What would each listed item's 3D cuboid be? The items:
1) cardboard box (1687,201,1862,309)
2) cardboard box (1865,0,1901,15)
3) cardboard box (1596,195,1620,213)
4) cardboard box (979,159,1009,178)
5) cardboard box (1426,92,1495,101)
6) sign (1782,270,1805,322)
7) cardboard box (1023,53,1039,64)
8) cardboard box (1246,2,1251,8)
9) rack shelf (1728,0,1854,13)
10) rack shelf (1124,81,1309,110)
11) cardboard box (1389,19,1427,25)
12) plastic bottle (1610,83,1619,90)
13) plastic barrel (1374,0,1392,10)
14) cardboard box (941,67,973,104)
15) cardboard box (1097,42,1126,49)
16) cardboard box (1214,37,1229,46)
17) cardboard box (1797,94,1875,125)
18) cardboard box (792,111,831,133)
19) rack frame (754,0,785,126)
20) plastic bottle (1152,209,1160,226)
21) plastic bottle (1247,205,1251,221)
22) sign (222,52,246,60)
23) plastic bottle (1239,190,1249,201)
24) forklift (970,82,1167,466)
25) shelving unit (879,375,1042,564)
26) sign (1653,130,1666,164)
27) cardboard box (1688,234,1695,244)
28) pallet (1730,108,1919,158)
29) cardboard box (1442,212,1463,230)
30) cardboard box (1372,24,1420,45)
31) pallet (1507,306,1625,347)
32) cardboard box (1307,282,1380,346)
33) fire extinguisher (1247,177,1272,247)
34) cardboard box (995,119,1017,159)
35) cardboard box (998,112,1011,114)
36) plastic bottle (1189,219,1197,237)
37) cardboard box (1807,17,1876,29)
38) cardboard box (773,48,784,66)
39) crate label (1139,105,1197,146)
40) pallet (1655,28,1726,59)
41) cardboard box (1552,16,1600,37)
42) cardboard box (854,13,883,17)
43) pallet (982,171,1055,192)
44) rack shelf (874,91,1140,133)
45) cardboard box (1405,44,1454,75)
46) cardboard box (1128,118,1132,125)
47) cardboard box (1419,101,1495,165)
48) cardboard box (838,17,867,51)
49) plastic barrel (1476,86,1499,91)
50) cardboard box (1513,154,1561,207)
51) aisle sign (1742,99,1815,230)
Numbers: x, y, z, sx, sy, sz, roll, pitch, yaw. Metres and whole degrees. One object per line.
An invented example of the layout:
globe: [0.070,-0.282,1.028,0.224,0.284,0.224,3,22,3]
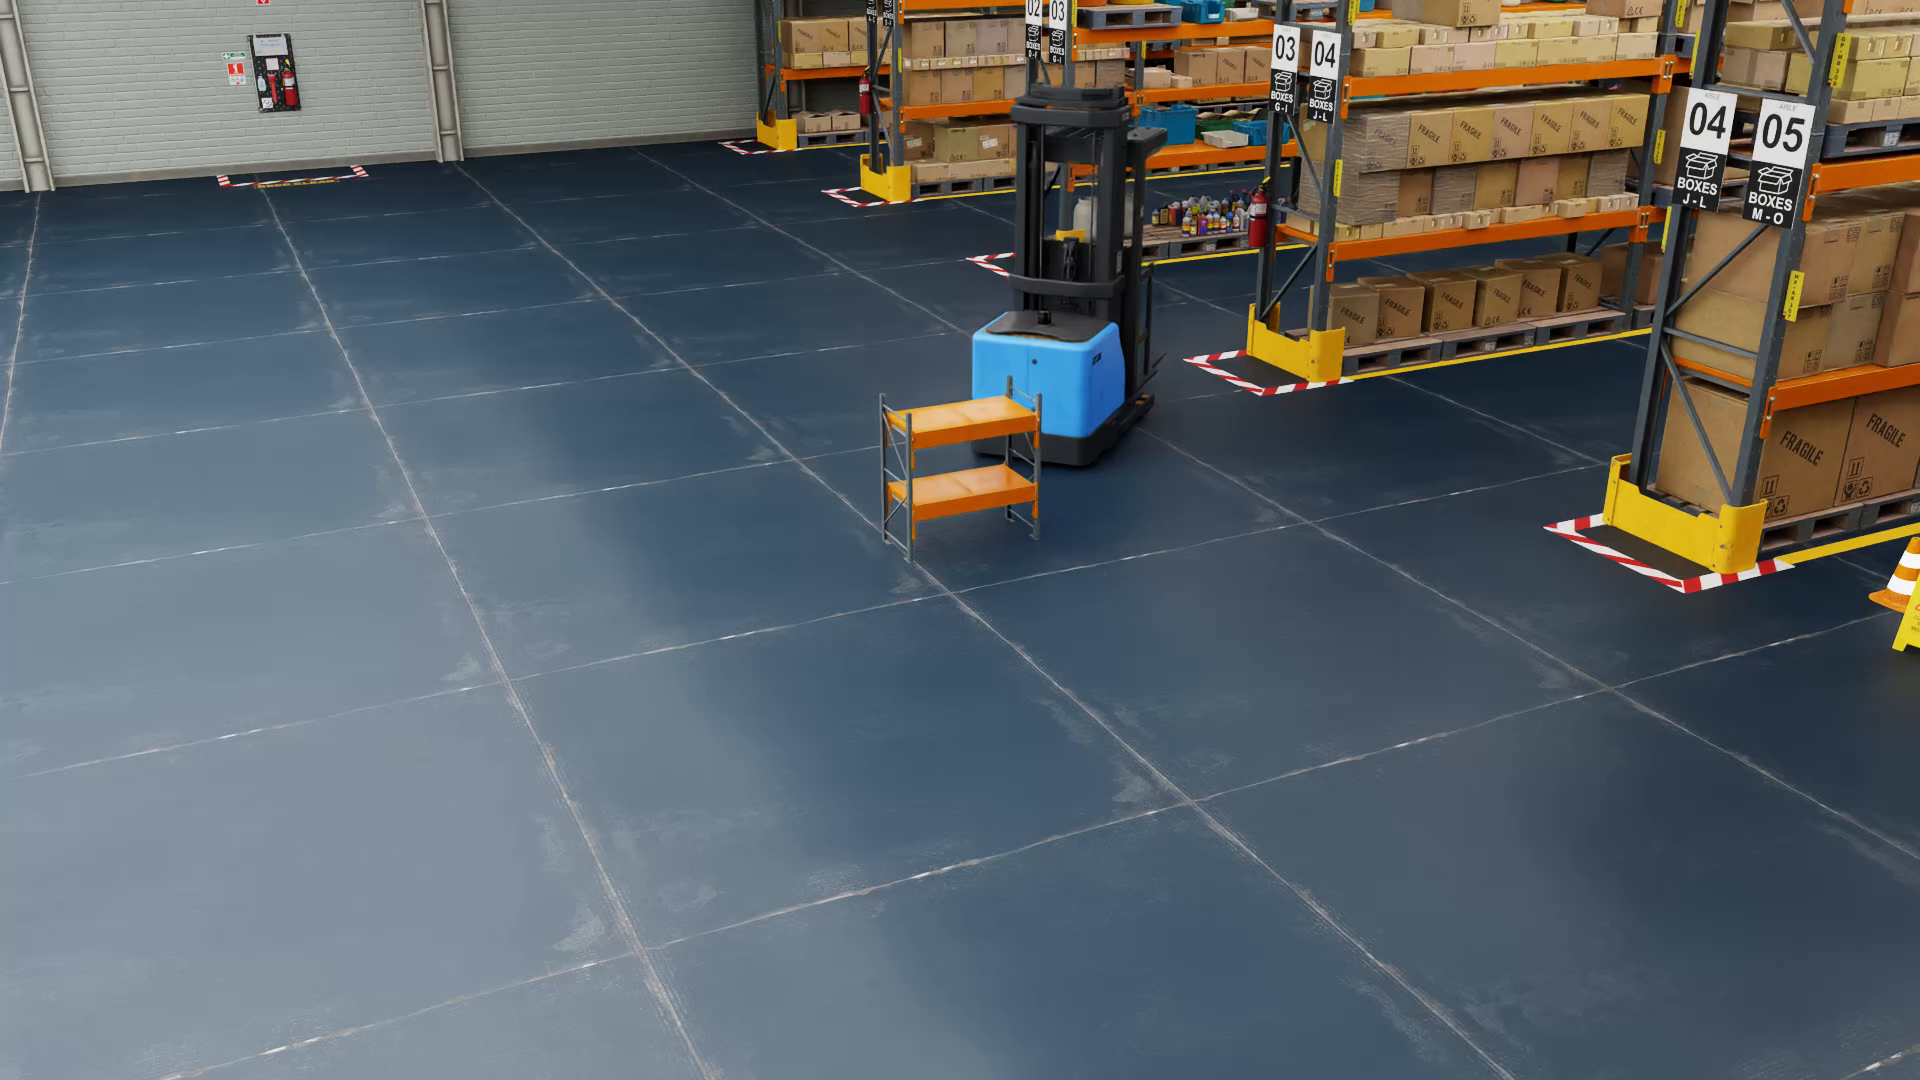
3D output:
cardboard box: [5.623,-1.985,11.515,0.550,0.550,0.875,-10,25,-24]
cardboard box: [9.642,-5.831,17.708,0.500,0.500,0.500,-10,25,-24]
cardboard box: [6.521,-3.467,17.032,0.250,0.149,0.380,-10,25,-24]
cardboard box: [0.399,-5.612,24.932,0.500,0.250,0.500,-10,25,-24]
cardboard box: [4.954,-4.164,16.560,0.500,0.500,0.500,-10,25,-24]
sign: [5.508,-1.613,10.989,0.005,0.325,0.100,-10,25,-24]
cardboard box: [0.989,-7.145,24.609,0.250,0.149,0.380,-10,24,-22]
cardboard box: [5.430,-10.242,31.545,0.500,0.250,0.500,-10,25,-23]
rack shelf: [7.074,-3.955,11.502,4.000,0.370,1.077,-10,25,-24]
rack shelf: [4.326,-7.172,26.595,4.000,0.370,1.077,-10,25,-24]
cardboard box: [4.304,-4.883,15.877,0.250,0.149,0.380,-10,25,-23]
plastic bottle: [9.482,-6.478,24.131,0.133,0.283,0.061,-10,25,-24]
plastic barrel: [5.622,-7.350,21.508,0.600,0.901,0.600,0,22,0]
cardboard box: [-0.183,-6.717,24.425,0.500,0.500,0.700,-10,24,-22]
cardboard box: [2.126,-7.743,25.206,0.500,0.500,0.700,-10,25,-23]
cardboard box: [4.880,-9.464,31.495,0.250,0.149,0.380,-10,24,-22]
cardboard box: [5.720,-2.825,10.880,0.250,0.149,0.380,-10,25,-23]
cardboard box: [-2.570,-7.260,28.808,0.500,0.311,0.500,-14,26,-30]
rack frame: [-3.233,-8.216,28.176,0.127,3.000,1.000,-10,25,-24]
plastic bottle: [2.529,-4.168,21.480,0.097,0.201,0.097,0,22,0]
plastic bottle: [3.749,-4.153,21.249,0.185,0.351,0.144,-11,25,-24]
sign: [-11.162,-7.441,25.564,0.331,0.109,0.001,-10,25,-24]
plastic bottle: [3.761,-4.453,21.975,0.185,0.351,0.144,-10,24,-22]
forklift: [1.112,-2.490,14.434,1.130,2.935,3.031,9,24,20]
shelving unit: [0.006,-0.521,12.038,1.048,1.125,0.538,-10,25,-24]
sign: [7.059,-3.972,16.793,0.005,0.325,0.100,-10,25,-24]
cardboard box: [8.321,-3.066,18.429,0.500,0.500,0.700,-13,26,-28]
pallet: [5.936,-2.840,11.383,1.213,0.211,1.003,-10,25,-24]
cardboard box: [4.696,-3.153,16.274,0.250,0.149,0.380,-10,25,-24]
cardboard box: [4.010,-4.656,15.328,0.250,0.149,0.380,-11,25,-25]
pallet: [6.227,-2.346,17.642,1.213,0.211,1.003,-10,25,-24]
cardboard box: [3.782,-2.232,16.438,0.500,0.500,0.500,-6,23,-14]
fire extinguisher: [2.909,-3.199,16.157,0.183,0.674,0.296,-10,25,-24]
cardboard box: [0.852,-6.039,24.984,0.500,0.500,0.500,-10,25,-24]
cardboard box: [1.028,-8.055,30.481,0.500,0.500,0.700,-10,24,-22]
plastic bottle: [2.926,-3.922,20.887,0.097,0.201,0.097,0,22,0]
cardboard box: [6.118,-3.547,11.581,0.250,0.149,0.380,-10,24,-23]
cardboard box: [-2.895,-8.300,28.549,0.500,0.250,0.500,-10,25,-23]
crate label: [2.605,-5.216,20.884,0.616,0.435,0.502,-10,25,-24]
pallet: [7.419,-5.123,17.028,1.003,0.211,1.213,-10,25,-24]
cardboard box: [5.942,-4.967,16.079,0.250,0.149,0.380,-11,25,-25]
cardboard box: [-1.524,-8.905,29.029,0.500,0.500,0.500,-10,25,-23]
pallet: [0.688,-5.563,25.413,1.213,0.211,1.003,-10,25,-24]
rack shelf: [0.721,-6.509,24.992,4.000,0.370,1.077,-10,25,-24]
cardboard box: [4.221,-4.490,15.449,0.500,0.250,0.500,-11,25,-25]
cardboard box: [2.764,-6.521,26.395,0.500,0.311,0.500,-10,25,-24]
cardboard box: [4.729,-3.902,15.926,0.500,0.500,0.500,-10,25,-24]
cardboard box: [-1.754,-8.640,28.390,0.500,0.500,0.500,-11,25,-25]
plastic barrel: [7.059,-5.866,22.353,0.421,0.512,0.421,0,22,0]
cardboard box: [5.512,-3.700,16.747,0.500,0.500,0.875,-10,25,-24]
aisle sign: [5.339,-2.455,10.859,0.004,0.787,0.394,-10,25,-24]
